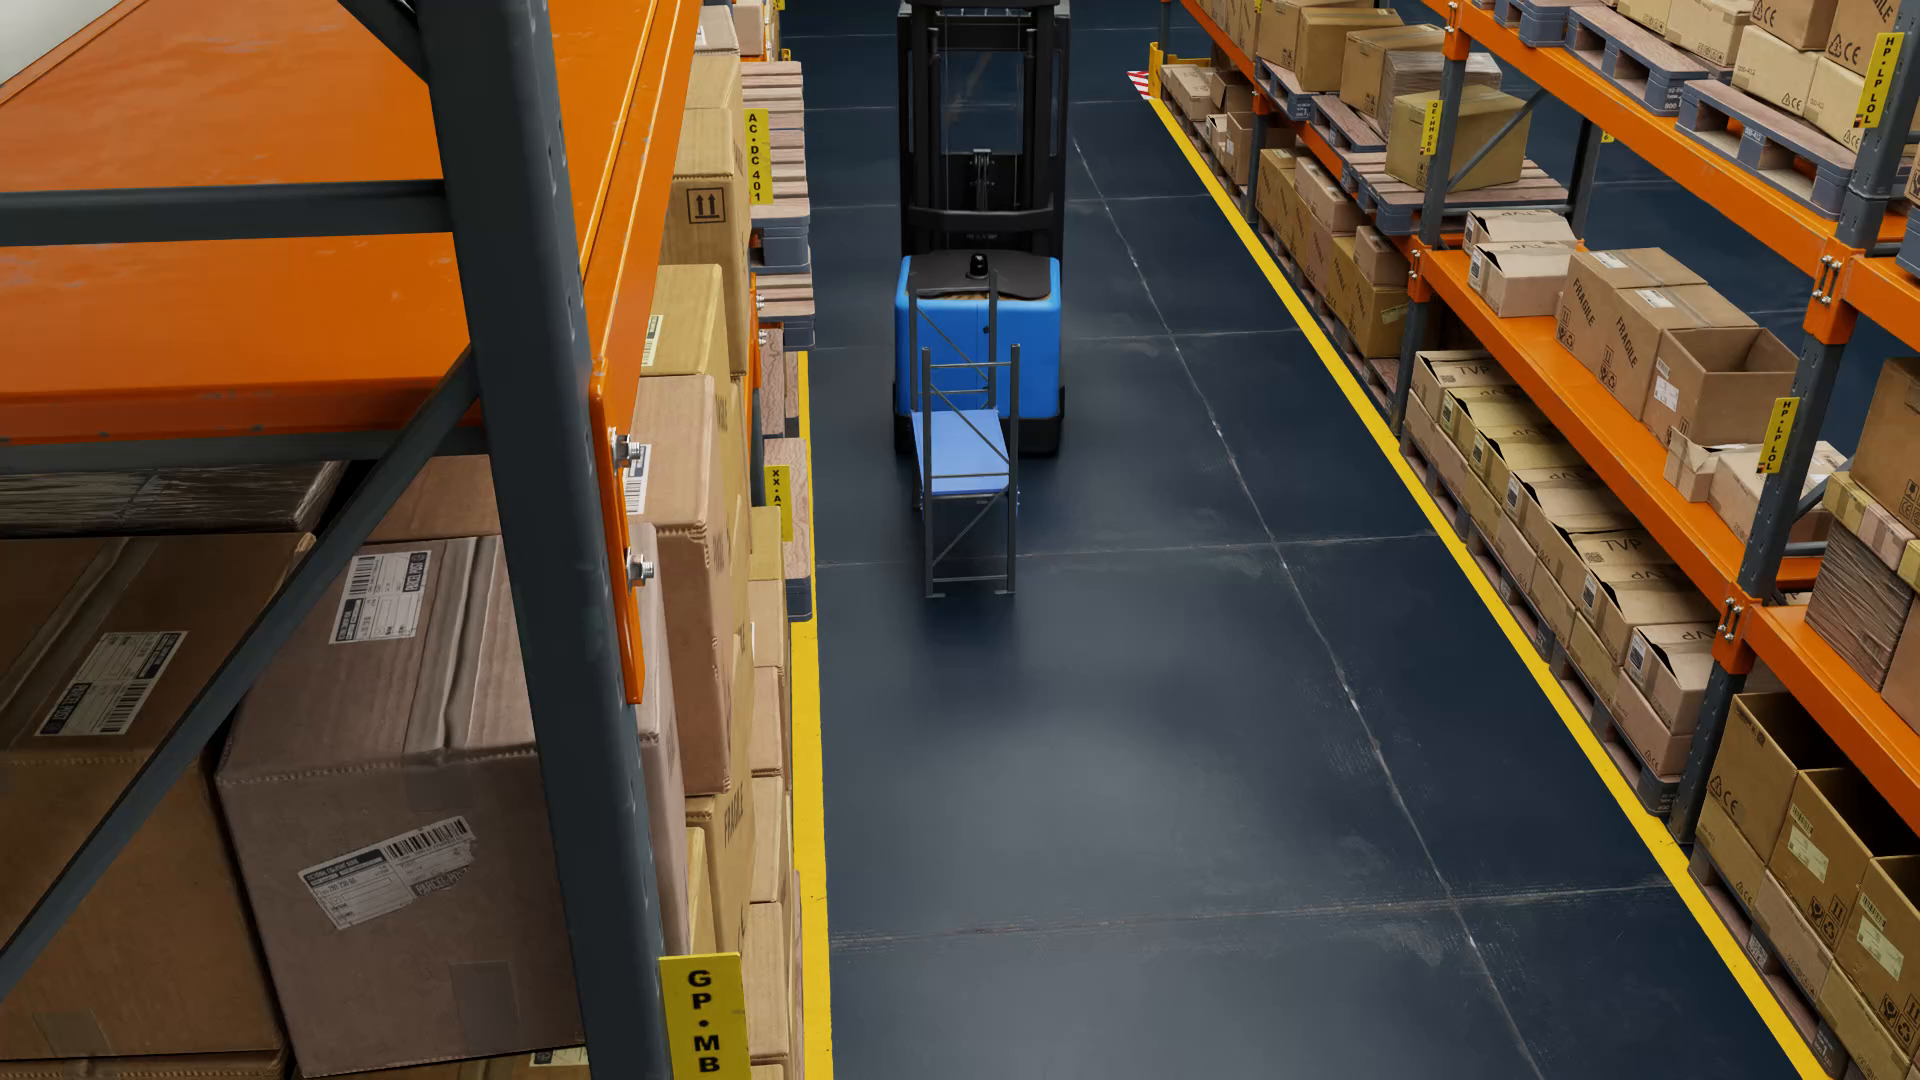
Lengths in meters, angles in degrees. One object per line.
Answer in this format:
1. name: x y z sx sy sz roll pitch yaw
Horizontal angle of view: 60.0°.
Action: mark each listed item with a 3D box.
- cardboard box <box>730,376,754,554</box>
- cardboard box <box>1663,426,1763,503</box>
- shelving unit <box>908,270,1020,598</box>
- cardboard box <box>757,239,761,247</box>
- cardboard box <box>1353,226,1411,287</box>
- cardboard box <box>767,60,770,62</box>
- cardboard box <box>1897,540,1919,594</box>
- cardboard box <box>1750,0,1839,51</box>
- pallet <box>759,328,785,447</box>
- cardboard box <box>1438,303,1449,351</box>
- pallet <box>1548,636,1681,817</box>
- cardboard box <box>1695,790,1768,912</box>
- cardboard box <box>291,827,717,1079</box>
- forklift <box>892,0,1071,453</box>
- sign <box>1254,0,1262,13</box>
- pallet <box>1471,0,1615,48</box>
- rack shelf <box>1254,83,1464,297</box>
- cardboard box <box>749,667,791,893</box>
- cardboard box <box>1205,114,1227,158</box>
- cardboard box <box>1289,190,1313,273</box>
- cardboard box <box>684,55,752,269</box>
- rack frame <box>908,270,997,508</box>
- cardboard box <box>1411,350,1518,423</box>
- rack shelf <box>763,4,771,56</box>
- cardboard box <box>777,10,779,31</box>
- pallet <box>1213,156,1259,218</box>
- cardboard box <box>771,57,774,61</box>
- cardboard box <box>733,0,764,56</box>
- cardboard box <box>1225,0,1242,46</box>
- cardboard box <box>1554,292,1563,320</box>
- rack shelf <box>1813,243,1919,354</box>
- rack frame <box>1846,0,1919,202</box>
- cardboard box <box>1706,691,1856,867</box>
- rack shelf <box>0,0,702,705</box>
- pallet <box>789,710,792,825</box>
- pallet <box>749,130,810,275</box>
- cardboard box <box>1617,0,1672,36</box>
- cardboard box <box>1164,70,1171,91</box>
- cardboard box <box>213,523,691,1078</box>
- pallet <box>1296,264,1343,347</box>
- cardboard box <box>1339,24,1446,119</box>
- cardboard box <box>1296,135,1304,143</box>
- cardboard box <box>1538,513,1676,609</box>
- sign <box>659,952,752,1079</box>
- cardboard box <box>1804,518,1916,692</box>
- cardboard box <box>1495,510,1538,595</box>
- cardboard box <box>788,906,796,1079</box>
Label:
1. cardboard box: -0.802 -0.285 4.261 0.500 0.500 0.500 -4 31 -7
2. cardboard box: 3.448 -0.354 7.548 0.396 0.266 0.258 -3 31 -6
3. shelving unit: 0.008 -0.600 9.292 0.538 1.500 1.048 -3 31 -5
4. cardboard box: -1.393 -1.854 10.155 0.380 0.149 0.250 -3 31 -5
5. cardboard box: 3.008 -1.946 11.360 0.500 0.250 0.500 -2 31 -3
6. cardboard box: -1.429 -2.794 10.364 0.500 0.250 0.500 -3 31 -5
7. cardboard box: 3.594 0.114 5.905 0.380 0.149 0.250 -4 31 -6
8. cardboard box: 3.618 -2.303 6.761 0.500 0.500 0.500 0 31 0
9. pallet: -1.367 -0.683 8.156 1.003 0.211 1.213 -3 31 -5
10. cardboard box: 3.526 -1.642 11.583 0.500 0.500 0.500 -4 31 -6
11. pallet: 3.605 0.852 8.118 1.003 0.211 1.213 -3 31 -5
12. cardboard box: 3.454 1.280 6.954 0.500 0.250 0.500 -3 31 -5
13. cardboard box: -0.628 0.788 2.463 0.500 0.500 0.500 -2 31 -3
14. forklift: 0.158 -2.533 11.132 1.130 2.935 3.031 1 31 2
15. sign: 2.426 -4.397 13.343 0.100 0.325 0.005 -3 31 -5
16. pallet: 3.491 -2.878 8.902 1.213 0.211 1.003 -1 31 -2
17. rack shelf: 3.152 -2.726 12.090 1.077 0.370 4.000 -3 31 -5
18. cardboard box: -0.778 0.741 4.981 0.500 0.500 0.500 -4 31 -6
19. cardboard box: 2.559 -3.750 15.297 0.500 0.311 0.500 -3 31 -5
20. cardboard box: 2.868 -2.386 12.827 0.500 0.500 0.500 -2 31 -4
21. cardboard box: -0.840 -0.977 4.443 0.500 0.500 0.500 -1 31 -2
22. rack frame: -0.040 -0.860 9.727 0.500 1.500 0.032 -3 31 -5
23. cardboard box: 3.096 -0.973 10.178 0.500 0.311 0.500 -2 31 -3
24. rack shelf: -1.780 -3.774 10.920 1.077 0.370 4.000 -3 31 -5
25. cardboard box: -2.141 -4.967 14.848 0.980 0.700 0.700 -4 31 -7
26. pallet: 2.902 -3.209 14.917 1.003 0.211 1.213 -3 31 -5
27. cardboard box: -1.525 -3.000 11.441 0.500 0.500 0.500 -2 31 -3
28. cardboard box: -1.257 -2.678 8.450 0.500 0.311 0.500 -3 31 -5
29. cardboard box: 2.614 -4.605 14.436 0.500 0.500 0.500 -2 31 -3
30. cardboard box: 3.514 -1.257 9.175 0.380 0.149 0.250 -1 31 -1
31. rack shelf: 3.900 0.071 4.483 1.077 0.370 4.000 -3 31 -5
32. rack frame: 3.713 -2.547 5.238 1.000 3.000 0.127 -3 31 -5
33. cardboard box: 3.444 0.959 6.760 0.500 0.500 0.500 -3 31 -5
34. rack shelf: -1.032 -0.976 3.314 1.077 0.370 4.000 -3 31 -5
35. pallet: -1.293 1.068 7.757 1.003 0.211 1.213 -3 31 -5
36. pallet: -1.171 -1.259 6.191 1.213 0.211 1.003 -3 31 -5
37. cardboard box: 3.547 -2.629 8.038 0.500 0.250 0.500 -3 31 -6
38. cardboard box: 2.312 -4.713 17.048 0.380 0.166 0.250 -3 31 -5
39. cardboard box: -0.640 0.333 2.250 0.500 0.500 0.500 -5 31 -8
40. pallet: 3.196 -1.821 12.593 1.003 0.211 1.213 -3 31 -5
41. cardboard box: 3.192 -3.380 11.976 0.700 0.500 0.500 -11 32 -17
42. cardboard box: 3.051 -3.694 15.343 0.380 0.166 0.250 -3 31 -5
43. cardboard box: 3.290 0.075 8.425 0.500 0.311 0.500 -3 31 -5
44. sign: -0.305 0.621 2.008 0.100 0.325 0.005 -3 31 -5
45. cardboard box: 3.760 0.212 6.372 0.700 0.500 0.500 -4 31 -6
46. cardboard box: 3.245 0.052 9.010 0.500 0.250 0.500 -2 31 -4
47. cardboard box: -0.724 1.319 4.744 0.500 0.250 0.500 -2 31 -4
